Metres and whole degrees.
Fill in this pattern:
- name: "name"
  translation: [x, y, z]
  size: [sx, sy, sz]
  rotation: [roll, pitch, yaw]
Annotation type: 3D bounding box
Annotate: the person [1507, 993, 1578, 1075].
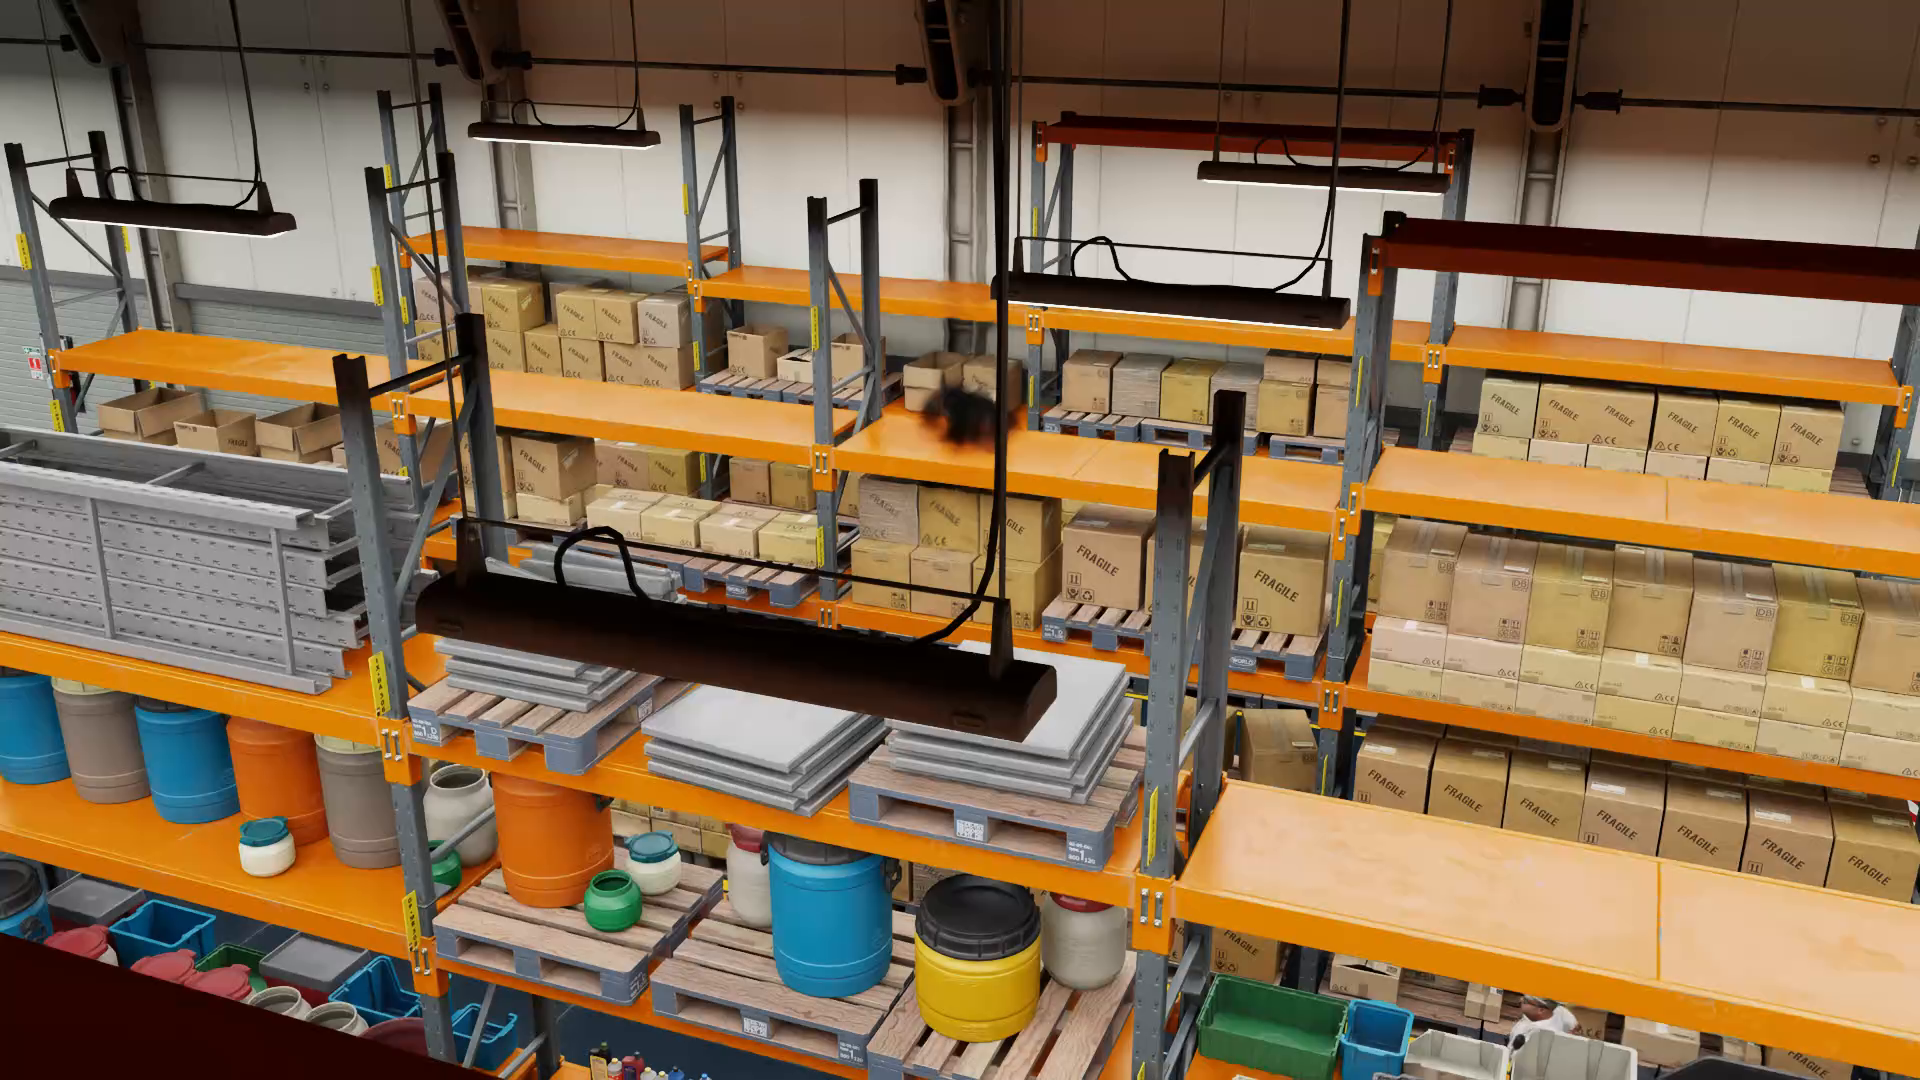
- name: "person"
  translation: [3.627, 3.541, 10.640]
  size: [0.788, 1.781, 0.632]
  rotation: [5, 21, 12]
